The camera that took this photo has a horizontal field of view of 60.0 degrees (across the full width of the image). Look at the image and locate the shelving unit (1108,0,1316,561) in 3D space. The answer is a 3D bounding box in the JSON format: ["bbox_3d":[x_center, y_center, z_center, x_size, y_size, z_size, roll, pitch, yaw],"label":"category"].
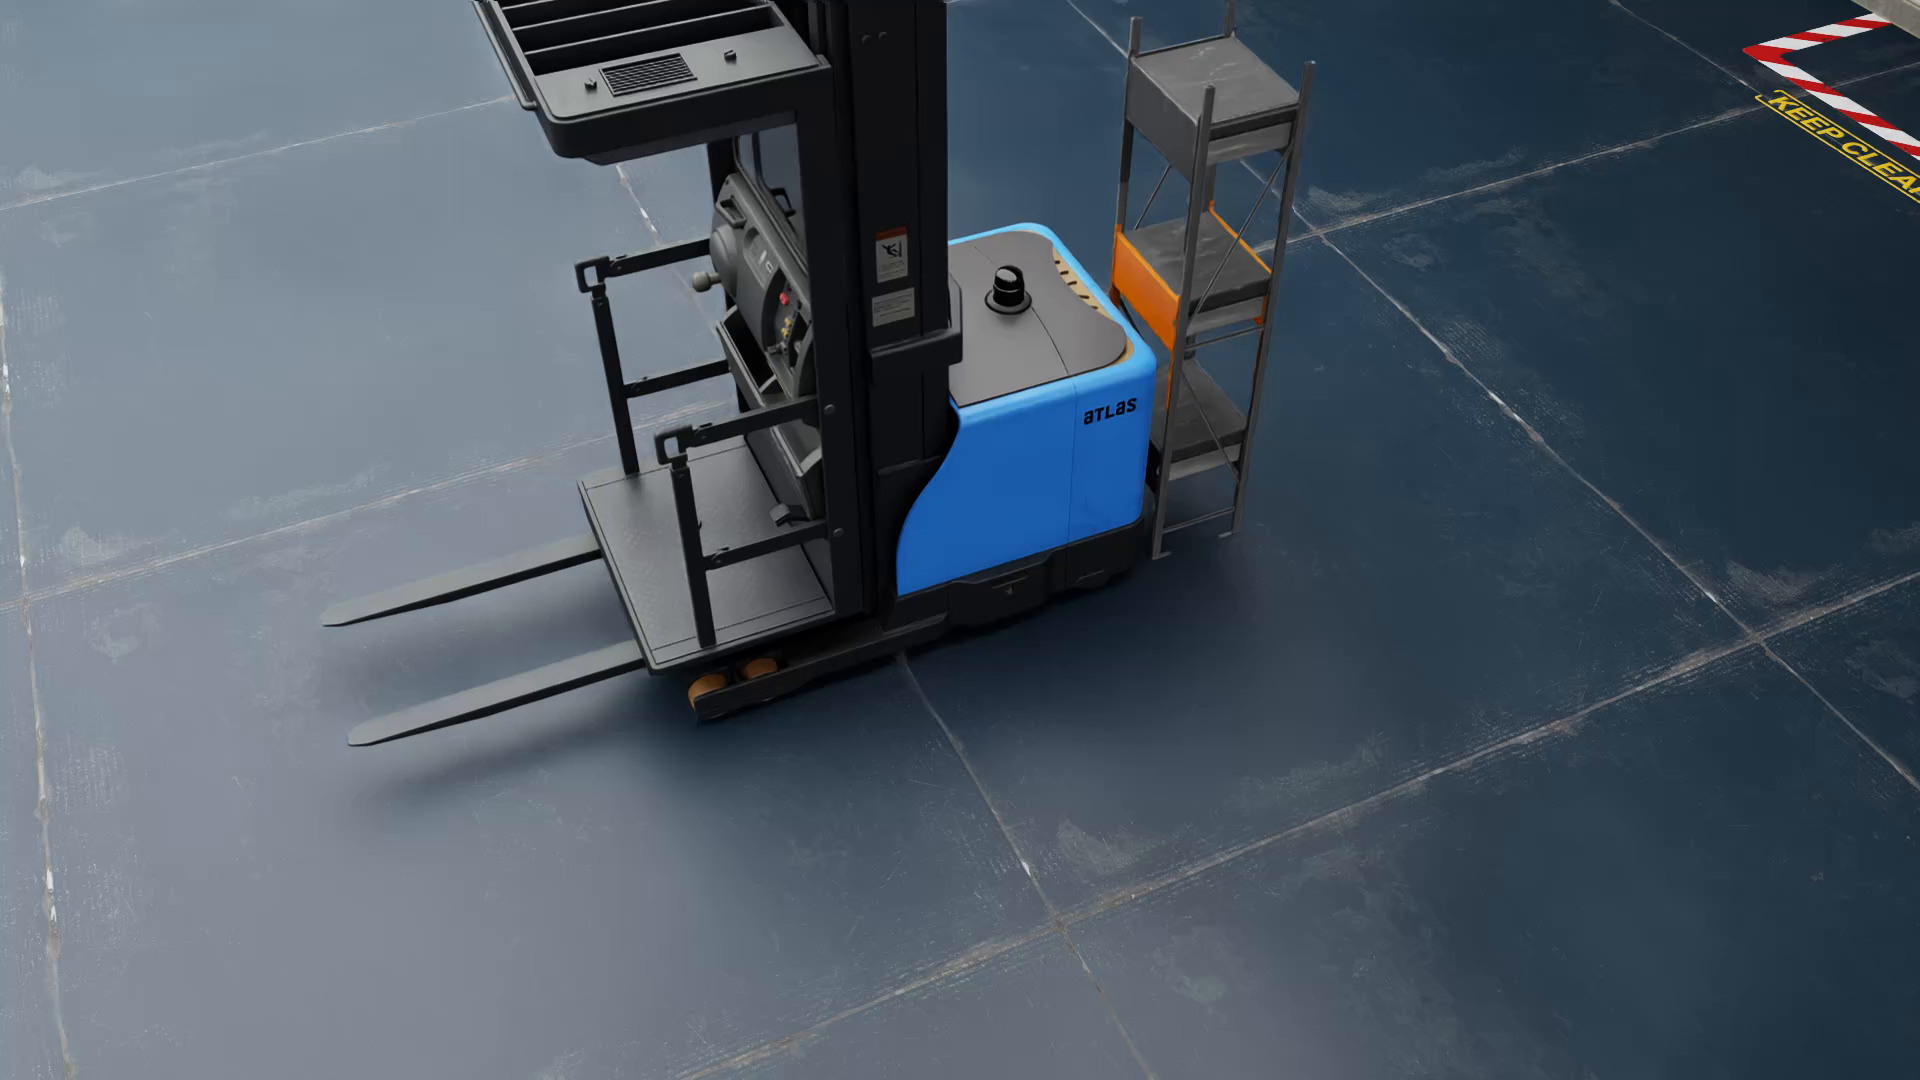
[{"bbox_3d":[0.851,-0.880,6.147,0.431,2.100,0.503,-17,47,-17],"label":"shelving unit"}]

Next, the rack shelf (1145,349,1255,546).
[{"bbox_3d":[0.851,-0.372,6.648,0.431,0.518,0.480,-17,47,-17],"label":"rack shelf"}]

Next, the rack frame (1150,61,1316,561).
[{"bbox_3d":[0.949,-0.723,5.987,0.400,2.100,0.015,-17,47,-17],"label":"rack frame"}]

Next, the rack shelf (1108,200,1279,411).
[{"bbox_3d":[0.851,-0.870,6.156,0.431,0.518,0.480,-17,47,-17],"label":"rack shelf"}]

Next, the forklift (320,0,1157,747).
[{"bbox_3d":[-0.846,-0.816,5.490,3.031,2.935,1.130,-17,47,-17],"label":"forklift"}]

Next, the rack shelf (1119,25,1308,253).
[{"bbox_3d":[0.851,-1.368,5.664,0.431,0.518,0.480,-17,47,-17],"label":"rack shelf"}]

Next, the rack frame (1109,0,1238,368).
[{"bbox_3d":[0.754,-1.037,6.306,0.400,2.100,0.015,-17,47,-17],"label":"rack frame"}]
